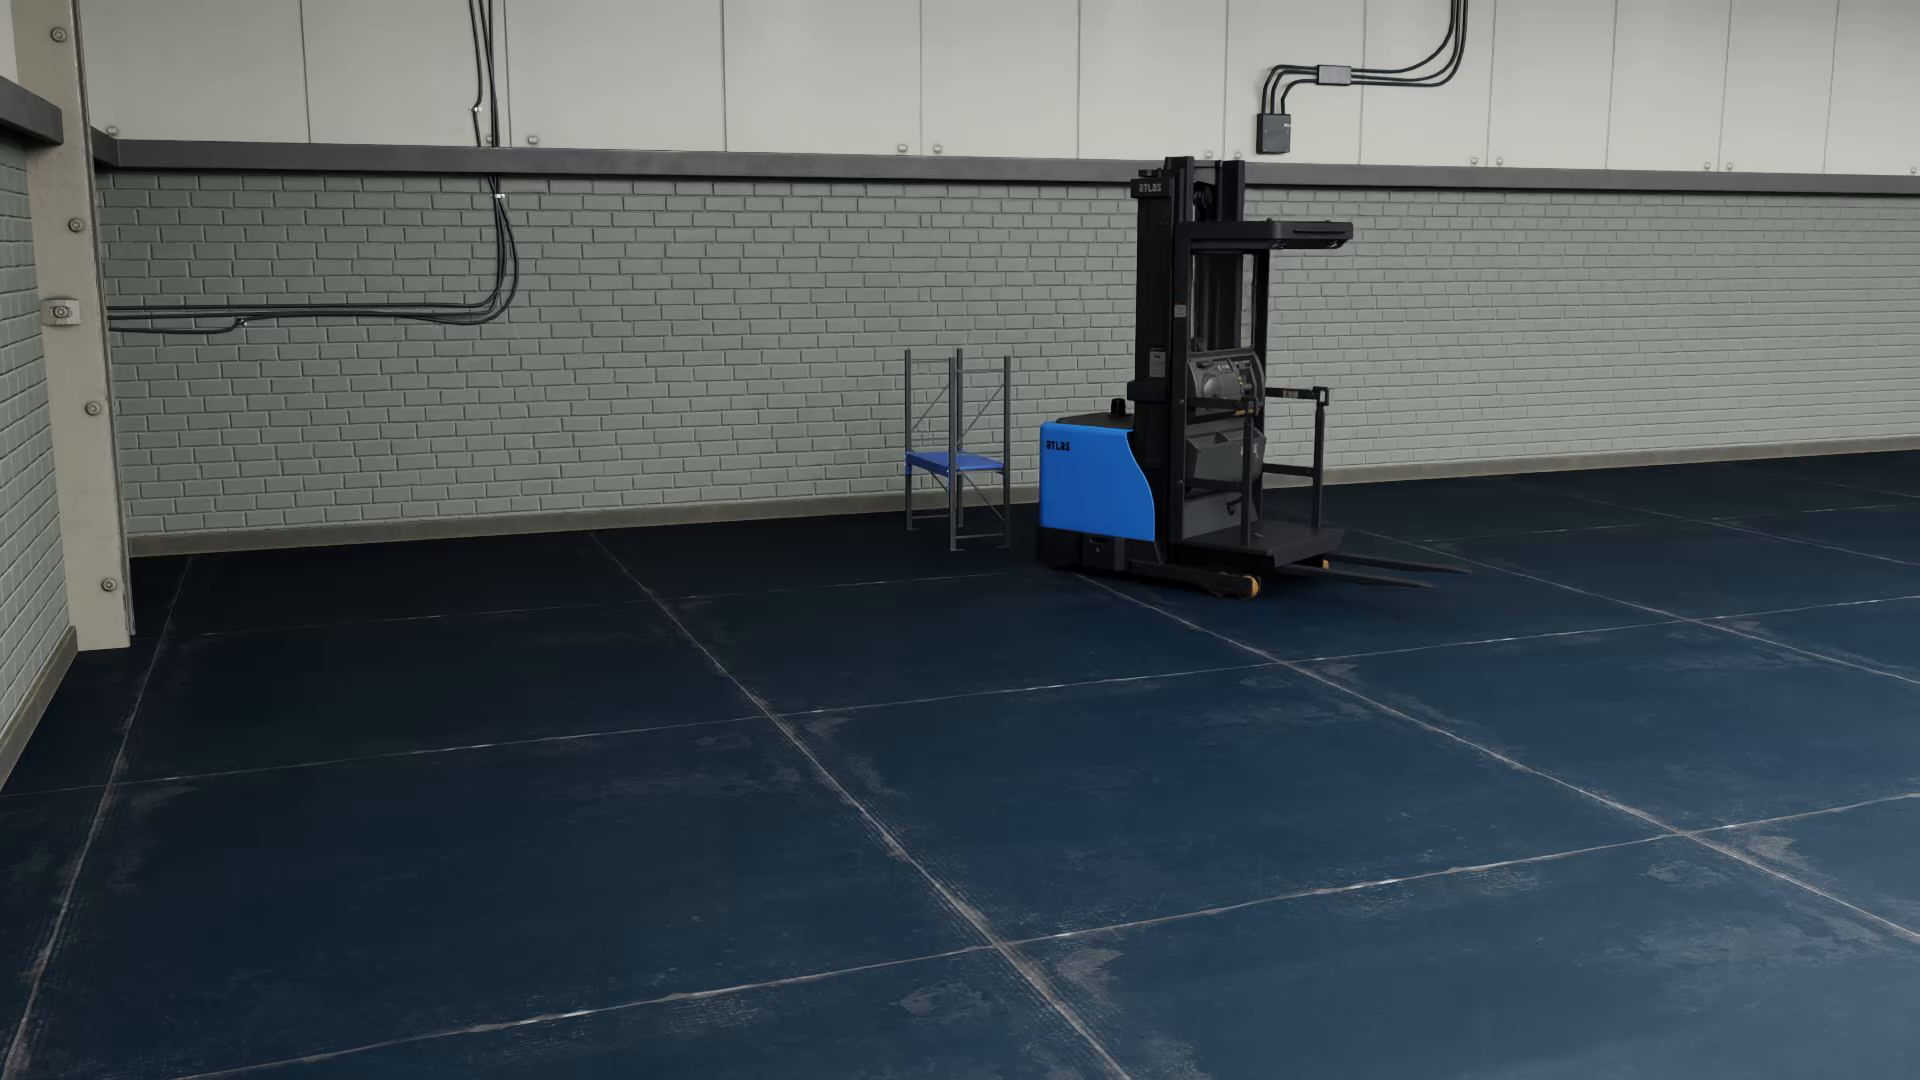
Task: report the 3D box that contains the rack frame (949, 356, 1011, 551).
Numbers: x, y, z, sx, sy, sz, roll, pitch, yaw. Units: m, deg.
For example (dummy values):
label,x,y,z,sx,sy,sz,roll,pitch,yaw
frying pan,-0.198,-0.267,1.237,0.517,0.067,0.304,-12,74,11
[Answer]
label,x,y,z,sx,sy,sz,roll,pitch,yaw
rack frame,0.153,-0.669,12.901,0.500,1.500,0.032,-4,11,-21

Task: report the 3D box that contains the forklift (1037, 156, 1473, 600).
label,x,y,z,sx,sy,sz,roll,pitch,yaw
forklift,2.022,-1.144,11.481,3.031,2.935,1.130,8,13,39

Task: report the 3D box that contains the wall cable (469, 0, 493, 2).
label,x,y,z,sx,sy,sz,roll,pitch,yaw
wall cable,-2.452,-5.513,13.163,3.097,2.526,0.112,-4,11,-21

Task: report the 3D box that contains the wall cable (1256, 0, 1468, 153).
label,x,y,z,sx,sy,sz,roll,pitch,yaw
wall cable,3.880,-6.658,15.443,2.305,6.003,0.169,-4,11,-21

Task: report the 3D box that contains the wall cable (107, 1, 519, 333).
label,x,y,z,sx,sy,sz,roll,pitch,yaw
wall cable,-4.973,-2.855,12.641,3.097,2.526,0.112,-4,11,-21

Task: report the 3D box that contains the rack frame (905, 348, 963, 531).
label,x,y,z,sx,sy,sz,roll,pitch,yaw
rack frame,-0.215,-0.835,13.834,0.500,1.500,0.032,-4,11,-21

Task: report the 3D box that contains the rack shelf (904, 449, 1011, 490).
label,x,y,z,sx,sy,sz,roll,pitch,yaw
rack shelf,-0.031,-0.575,13.399,0.538,0.185,1.000,-4,11,-21

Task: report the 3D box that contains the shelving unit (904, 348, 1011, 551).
label,x,y,z,sx,sy,sz,roll,pitch,yaw
shelving unit,-0.031,-0.752,13.367,0.538,1.500,1.048,-4,11,-21

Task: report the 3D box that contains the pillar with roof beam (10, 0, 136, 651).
label,x,y,z,sx,sy,sz,roll,pitch,yaw
pillar with roof beam,-1.126,-4.092,10.729,9.100,9.000,0.400,-4,11,-21
